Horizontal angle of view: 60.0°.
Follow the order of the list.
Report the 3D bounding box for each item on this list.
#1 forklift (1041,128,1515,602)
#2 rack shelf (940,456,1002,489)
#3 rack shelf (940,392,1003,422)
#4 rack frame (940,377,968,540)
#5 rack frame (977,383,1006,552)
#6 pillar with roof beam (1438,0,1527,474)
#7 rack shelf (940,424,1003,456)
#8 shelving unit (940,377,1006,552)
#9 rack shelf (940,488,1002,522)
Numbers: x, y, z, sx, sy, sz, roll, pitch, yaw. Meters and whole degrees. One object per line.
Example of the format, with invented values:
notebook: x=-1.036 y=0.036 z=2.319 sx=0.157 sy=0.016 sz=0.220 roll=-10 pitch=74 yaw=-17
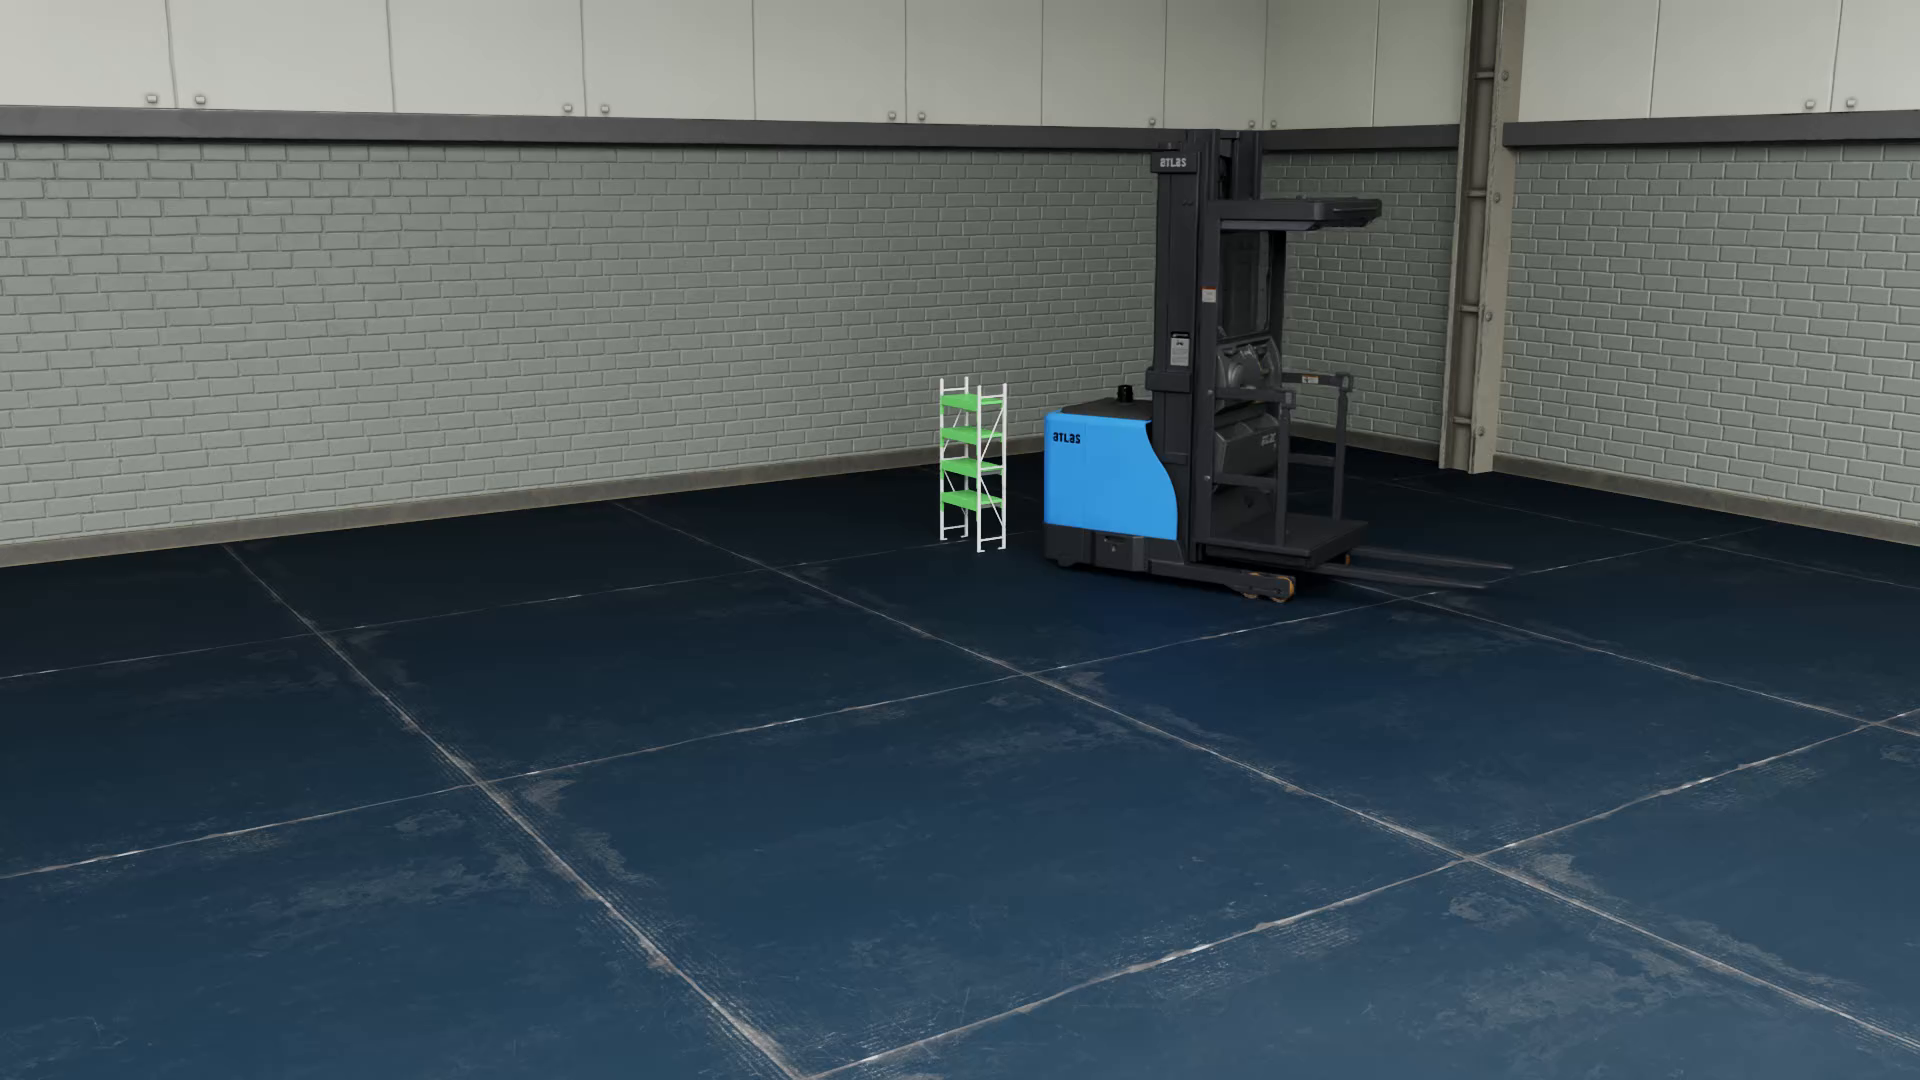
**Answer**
forklift: x=2.073 y=-1.164 z=10.824 sx=3.031 sy=2.935 sz=1.130 roll=8 pitch=15 yaw=32
rack shelf: x=0.092 y=-0.494 z=12.113 sx=0.258 sy=0.148 sz=0.480 roll=-8 pitch=15 yaw=-33
rack shelf: x=0.092 y=-0.963 z=12.010 sx=0.258 sy=0.148 sz=0.480 roll=-8 pitch=15 yaw=-33
rack frame: x=-0.043 y=-0.600 z=12.297 sx=0.240 sy=1.200 sz=0.015 roll=-8 pitch=15 yaw=-33
rack frame: x=0.227 y=-0.513 z=11.901 sx=0.240 sy=1.200 sz=0.015 roll=-8 pitch=15 yaw=-33
pillar with roof beam: x=1.089 y=-4.541 z=12.061 sx=9.100 sy=9.000 sz=0.400 roll=-8 pitch=15 yaw=-33
rack shelf: x=0.092 y=-0.729 z=12.061 sx=0.258 sy=0.148 sz=0.480 roll=-8 pitch=15 yaw=-33
shelving unit: x=0.092 y=-0.557 z=12.099 sx=0.258 sy=1.200 sz=0.503 roll=-8 pitch=15 yaw=-33
rack shelf: x=0.092 y=-0.260 z=12.164 sx=0.258 sy=0.148 sz=0.480 roll=-8 pitch=15 yaw=-33
